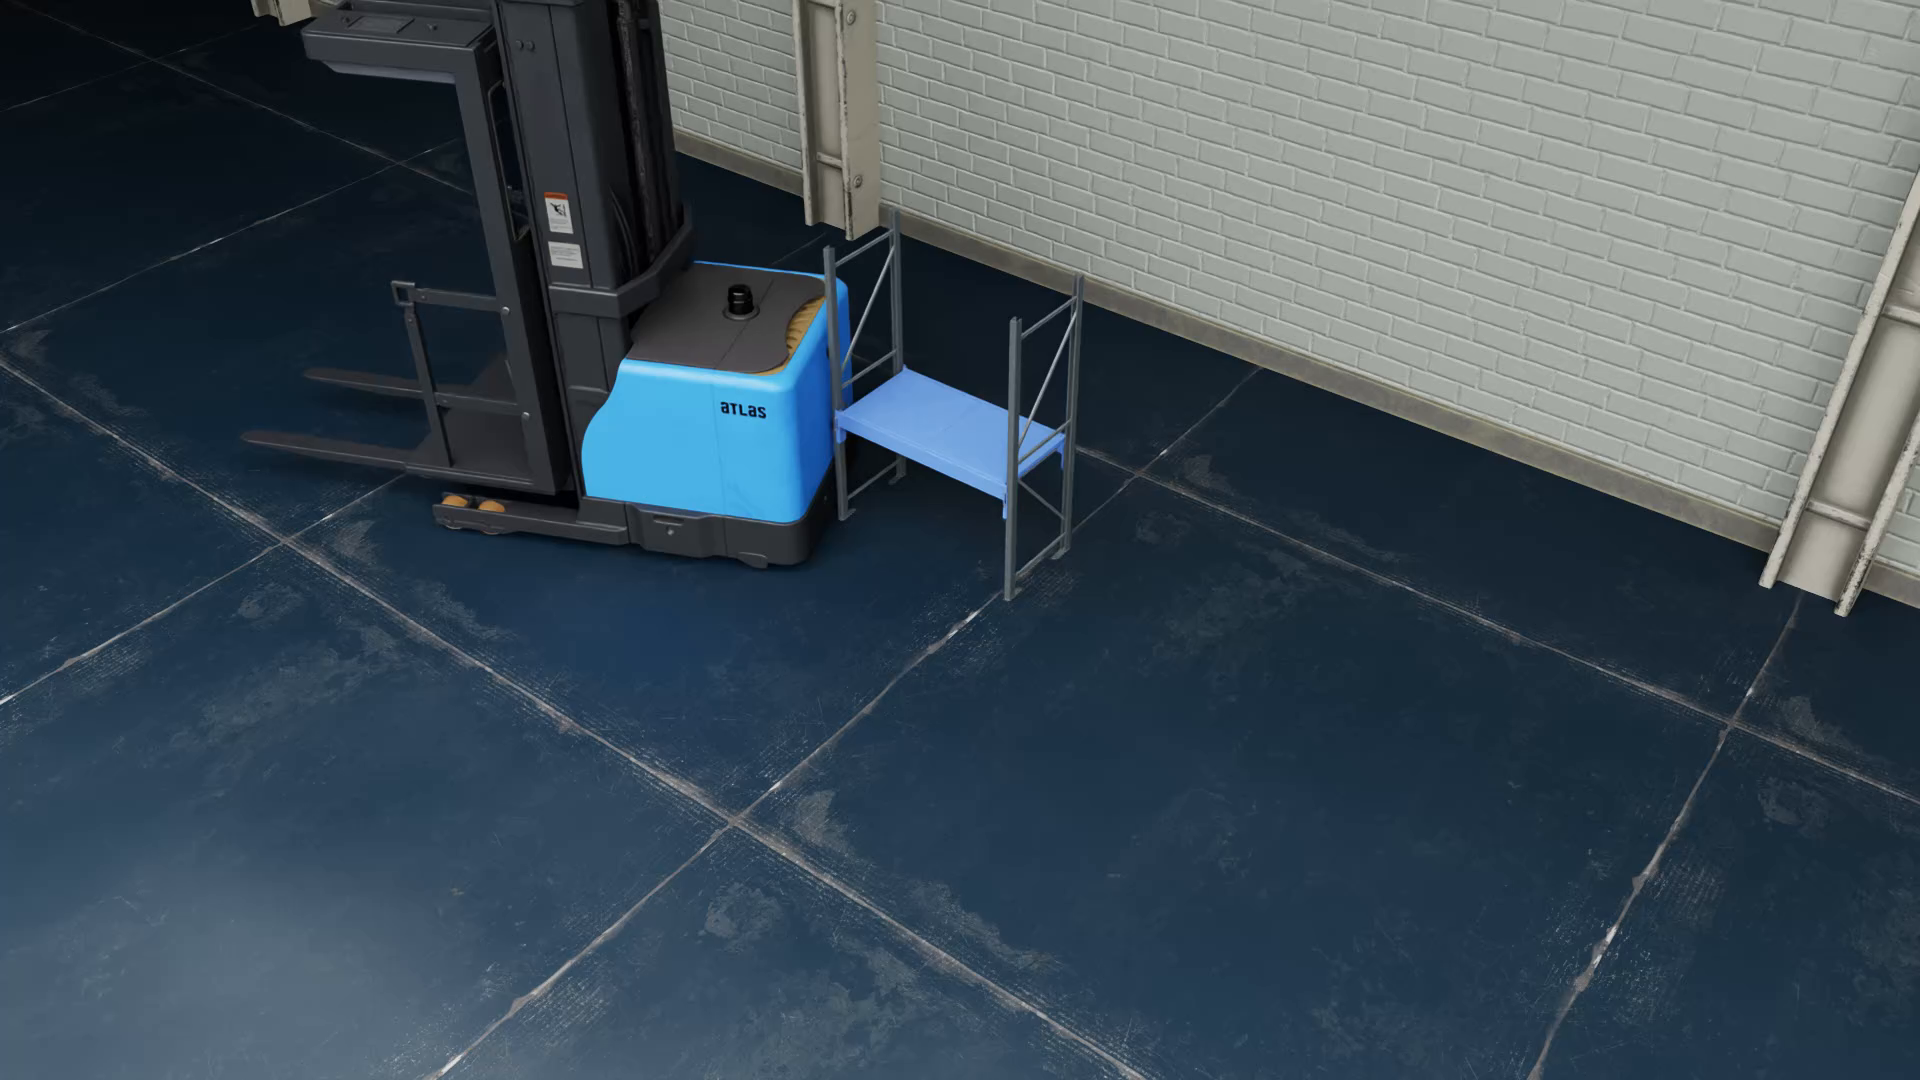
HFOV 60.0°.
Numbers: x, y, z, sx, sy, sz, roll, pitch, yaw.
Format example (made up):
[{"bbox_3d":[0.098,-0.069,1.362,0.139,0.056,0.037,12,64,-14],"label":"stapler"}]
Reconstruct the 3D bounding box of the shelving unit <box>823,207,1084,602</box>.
[{"bbox_3d":[-0.036,-0.619,7.684,1.048,1.500,0.538,25,45,29],"label":"shelving unit"}]

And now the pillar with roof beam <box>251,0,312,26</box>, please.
[{"bbox_3d":[-8.131,-5.722,8.120,0.400,9.000,9.100,25,45,29],"label":"pillar with roof beam"}]

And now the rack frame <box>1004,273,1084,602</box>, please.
[{"bbox_3d":[0.368,-0.429,7.441,0.032,1.500,0.500,25,45,29],"label":"rack frame"}]

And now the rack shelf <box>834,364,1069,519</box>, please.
[{"bbox_3d":[-0.036,-0.477,7.795,1.000,0.185,0.538,25,45,29],"label":"rack shelf"}]

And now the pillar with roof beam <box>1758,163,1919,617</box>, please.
[{"bbox_3d":[1.401,-1.228,2.380,0.400,9.000,9.100,25,45,29],"label":"pillar with roof beam"}]

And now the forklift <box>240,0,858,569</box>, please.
[{"bbox_3d":[-2.095,-1.488,7.633,3.031,2.935,1.130,8,39,10],"label":"forklift"}]

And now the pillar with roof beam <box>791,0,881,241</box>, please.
[{"bbox_3d":[-3.365,-3.475,5.250,0.400,9.000,9.100,25,45,29],"label":"pillar with roof beam"}]

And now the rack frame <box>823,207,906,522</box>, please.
[{"bbox_3d":[-0.440,-0.809,7.927,0.032,1.500,0.500,25,45,29],"label":"rack frame"}]
